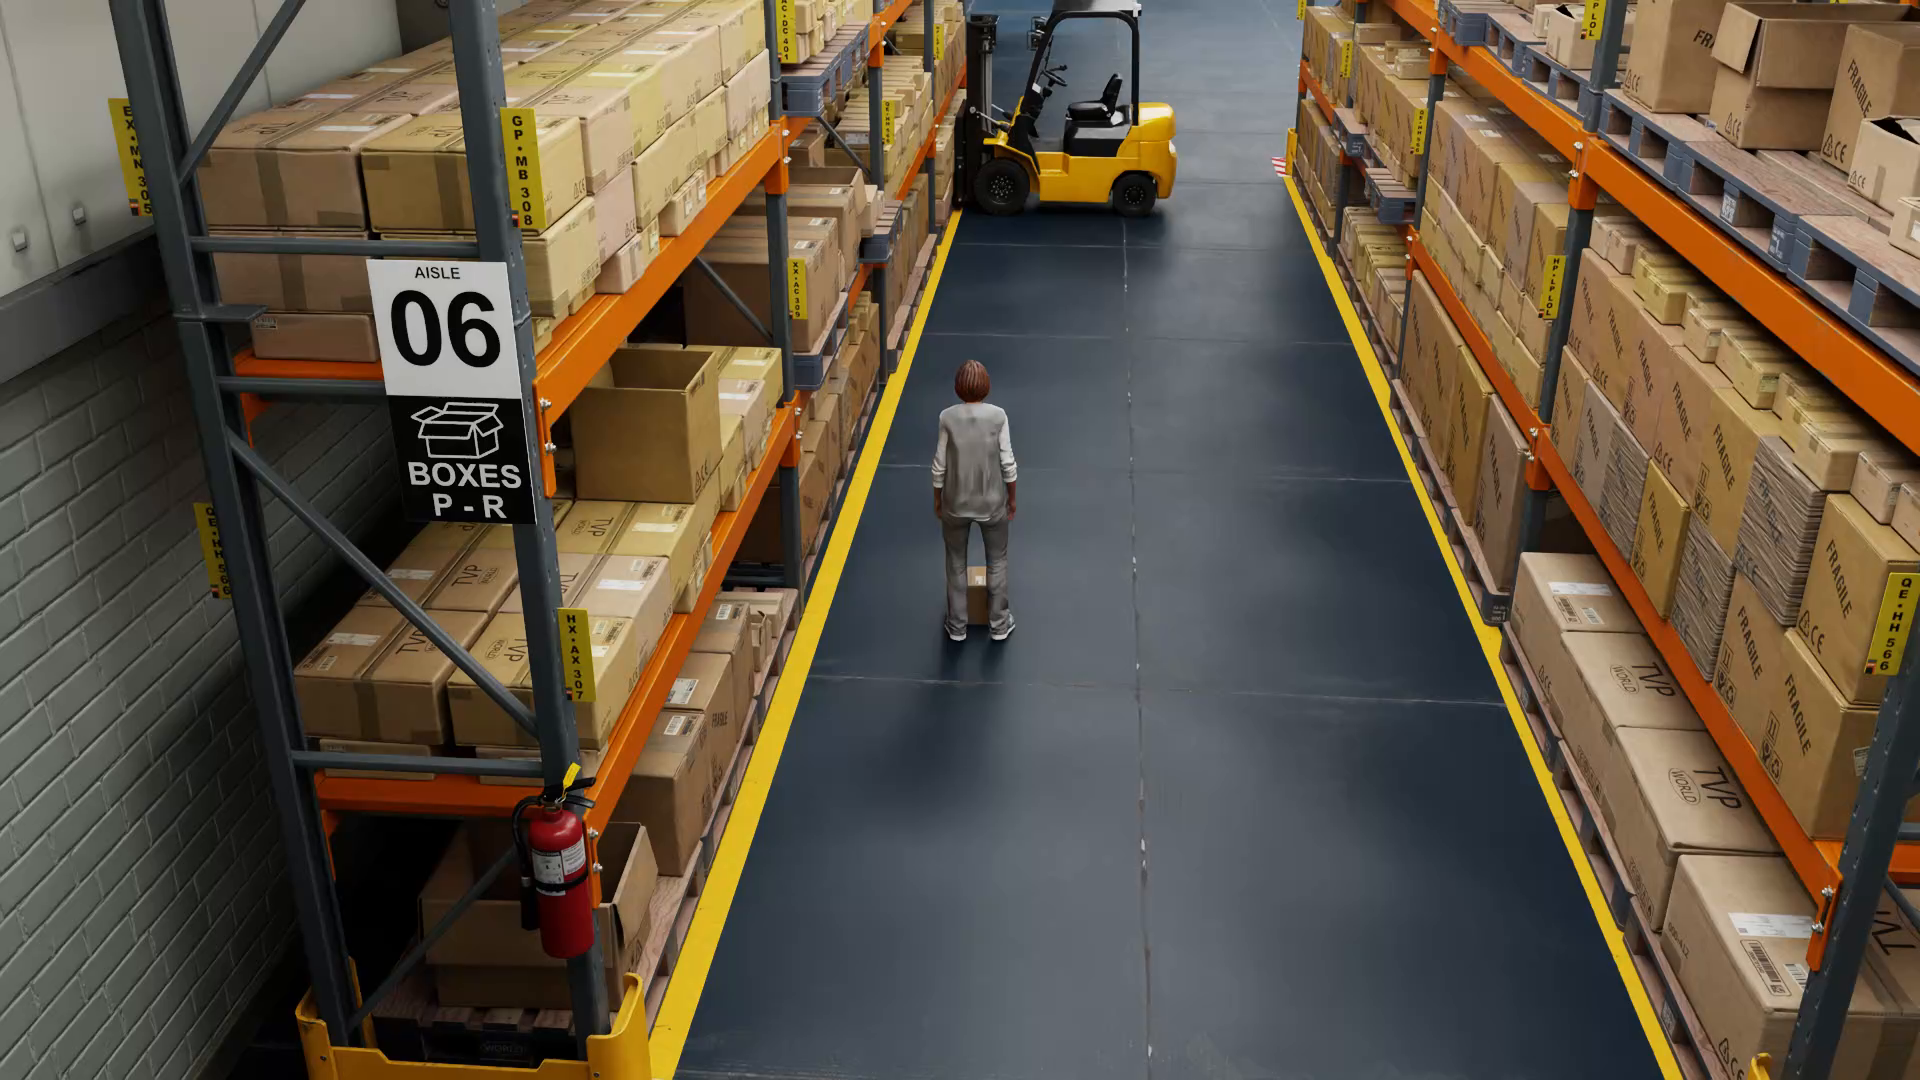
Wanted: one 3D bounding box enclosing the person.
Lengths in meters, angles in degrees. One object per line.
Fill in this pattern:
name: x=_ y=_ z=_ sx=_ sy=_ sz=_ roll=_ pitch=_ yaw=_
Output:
person: x=0.078 y=-0.190 z=9.029 sx=0.462 sy=1.592 sz=0.344 roll=1 pitch=25 yaw=2
